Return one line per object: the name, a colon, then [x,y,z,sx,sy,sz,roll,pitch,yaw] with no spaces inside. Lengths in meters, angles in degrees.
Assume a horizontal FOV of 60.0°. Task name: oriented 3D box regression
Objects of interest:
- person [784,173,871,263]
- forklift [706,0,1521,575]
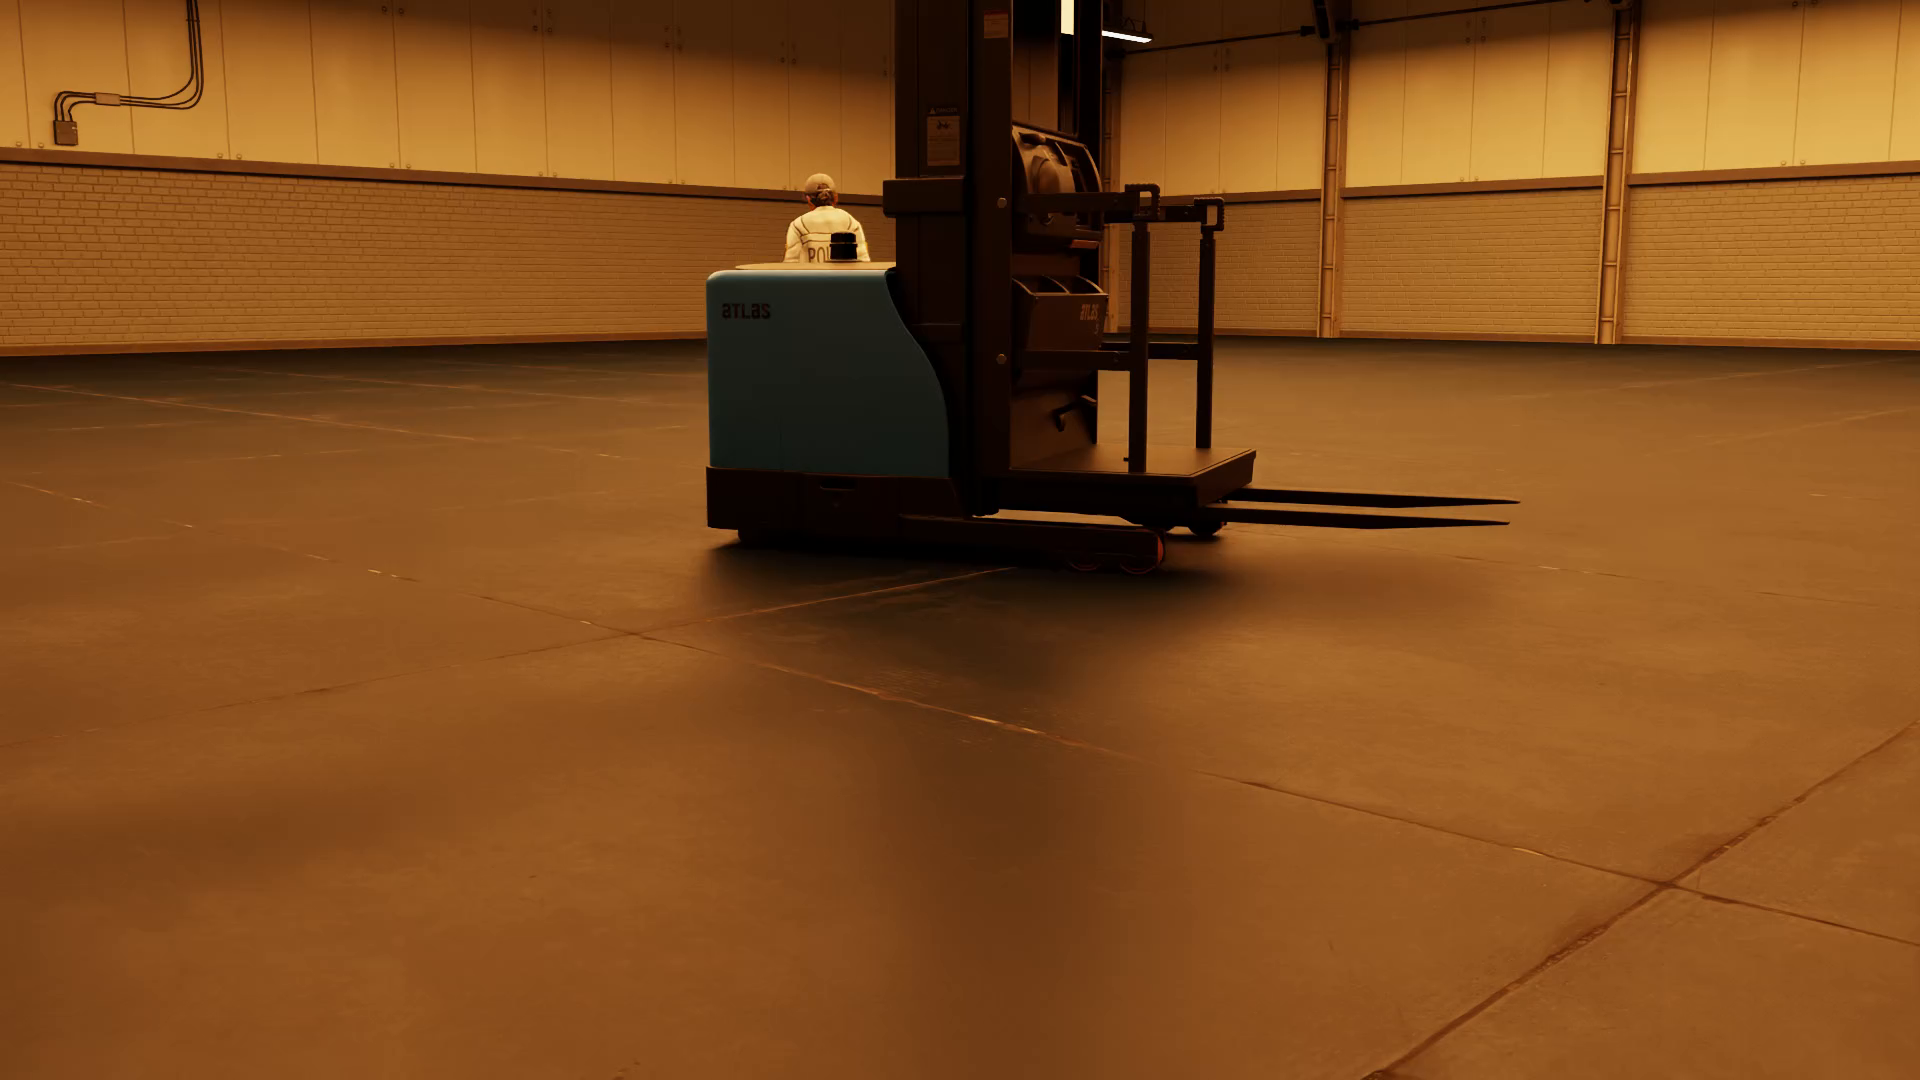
person: [-0.762,-1.285,9.667,0.547,1.666,0.473,-2,9,-13]
forklift: [0.565,-1.416,6.275,3.031,2.935,1.130,3,9,22]
